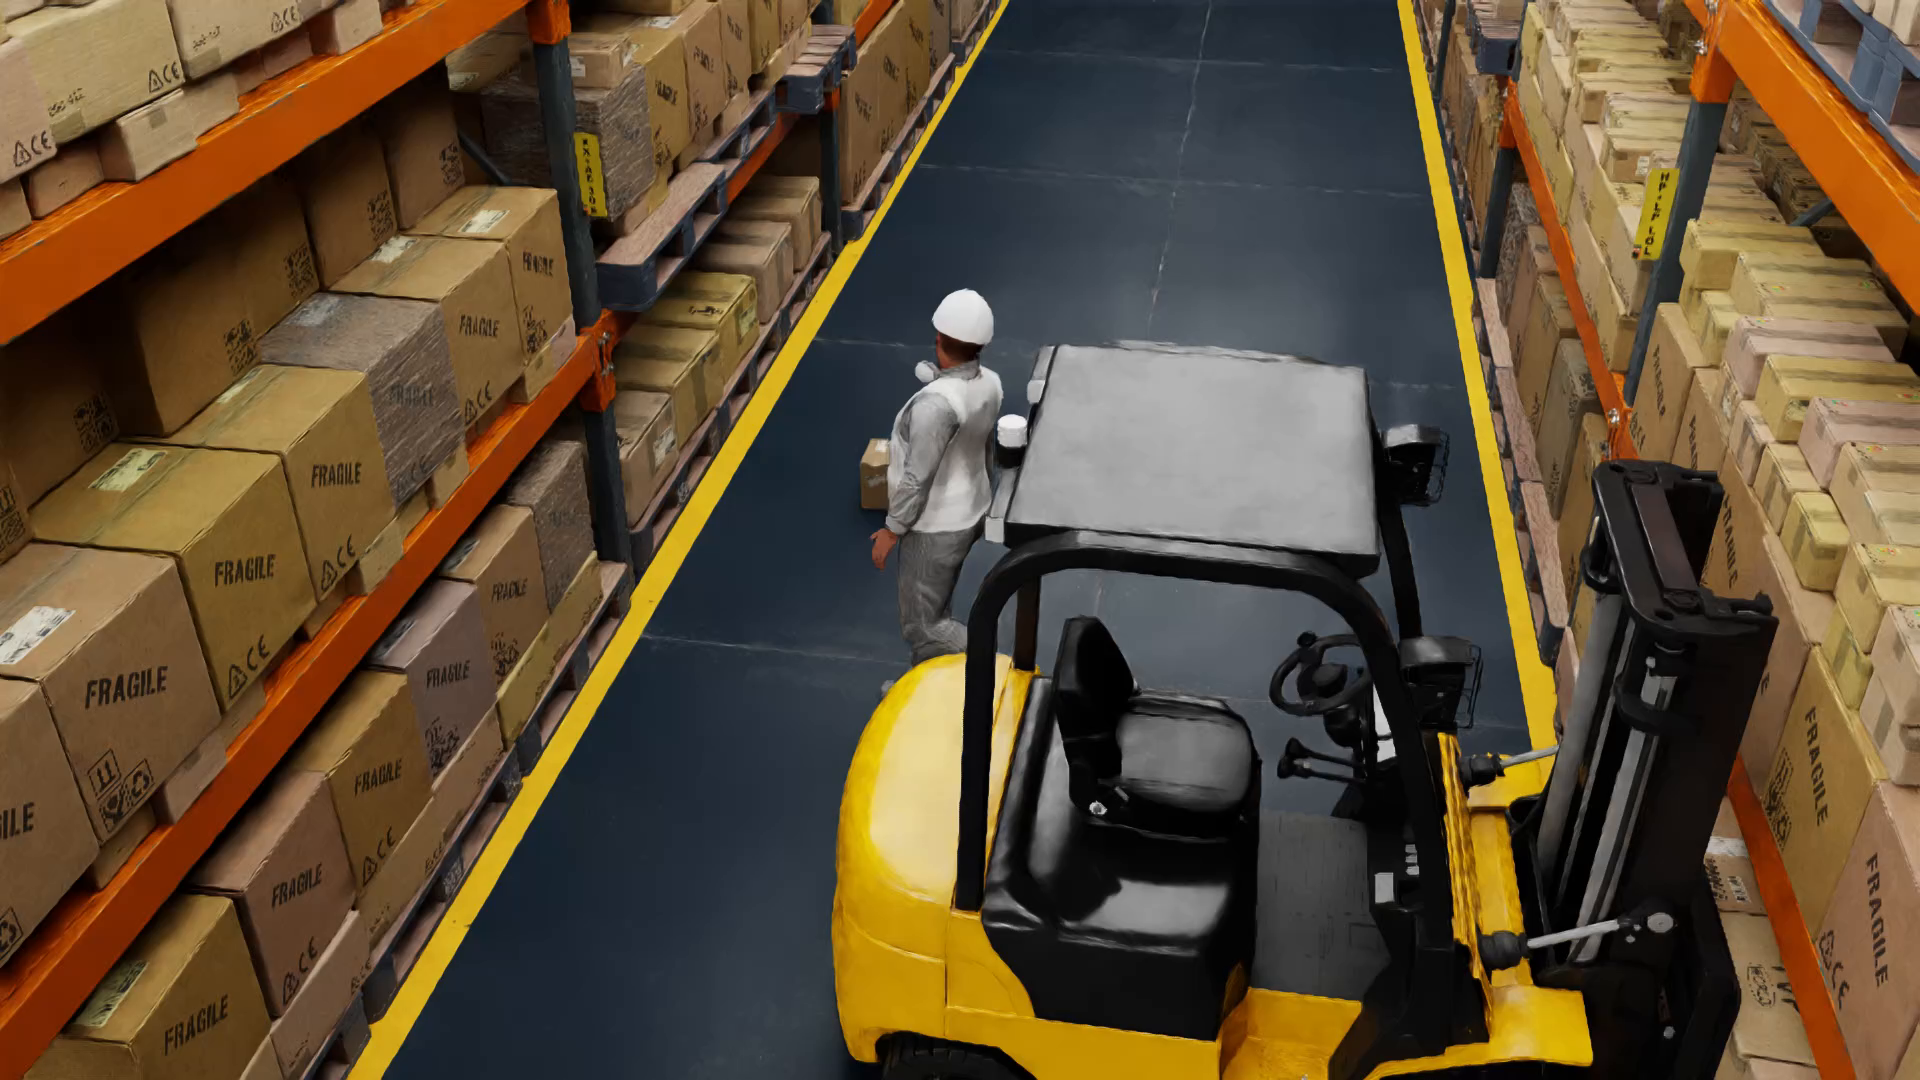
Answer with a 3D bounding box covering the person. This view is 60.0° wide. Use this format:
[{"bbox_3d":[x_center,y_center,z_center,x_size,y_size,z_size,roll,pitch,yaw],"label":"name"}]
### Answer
[{"bbox_3d":[-0.017,-0.078,6.272,0.604,1.738,0.608,9,33,14],"label":"person"}]
